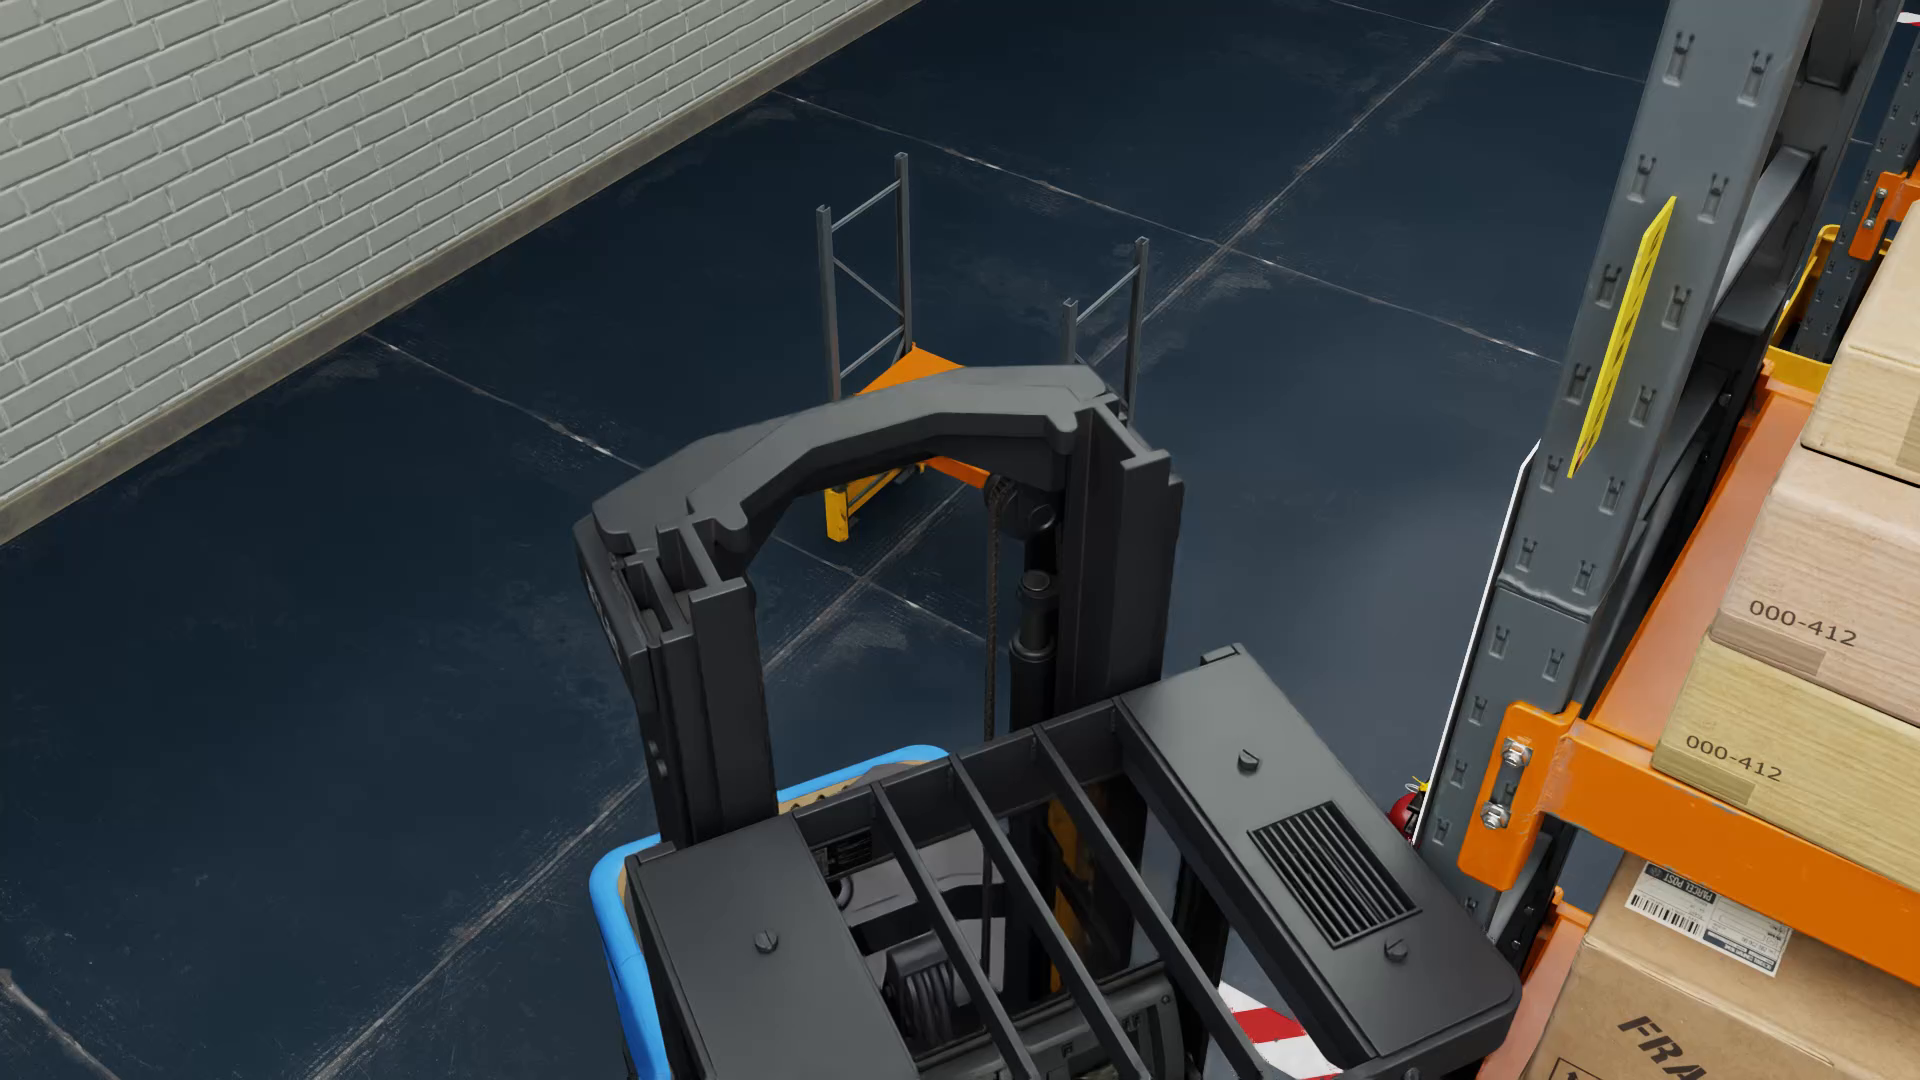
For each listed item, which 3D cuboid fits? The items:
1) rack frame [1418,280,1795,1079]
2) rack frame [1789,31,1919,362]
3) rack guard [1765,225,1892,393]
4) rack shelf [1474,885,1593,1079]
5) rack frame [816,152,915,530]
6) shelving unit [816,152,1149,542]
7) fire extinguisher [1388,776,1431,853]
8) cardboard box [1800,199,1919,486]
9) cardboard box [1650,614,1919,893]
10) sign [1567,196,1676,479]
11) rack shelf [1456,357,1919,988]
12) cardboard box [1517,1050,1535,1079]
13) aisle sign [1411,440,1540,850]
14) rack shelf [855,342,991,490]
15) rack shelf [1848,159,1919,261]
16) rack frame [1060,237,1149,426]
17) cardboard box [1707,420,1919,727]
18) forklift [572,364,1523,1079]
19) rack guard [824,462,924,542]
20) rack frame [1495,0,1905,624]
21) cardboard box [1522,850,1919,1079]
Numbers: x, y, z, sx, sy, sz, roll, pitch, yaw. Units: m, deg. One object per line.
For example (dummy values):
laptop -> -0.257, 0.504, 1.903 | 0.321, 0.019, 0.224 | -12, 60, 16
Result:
rack frame -> 1.042, 0.929, 3.462 | 0.127, 3.000, 1.000 | 25, 48, 25
rack frame -> 3.801, -1.812, 6.526 | 0.127, 3.000, 1.000 | 25, 48, 25
rack guard -> 3.782, -0.890, 7.370 | 0.348, 0.500, 1.175 | 25, 48, 25
rack shelf -> 2.679, 1.963, 2.847 | 4.000, 0.370, 1.077 | 25, 48, 25
rack frame -> -0.346, -0.721, 6.431 | 0.032, 1.500, 0.500 | 25, 48, 25
shelving unit -> 0.062, -0.530, 6.217 | 1.083, 1.500, 0.587 | 25, 48, 25
fire extinguisher -> 1.101, 0.748, 4.002 | 0.183, 0.674, 0.296 | 25, 48, 25
cardboard box -> 1.176, -0.220, 1.935 | 0.250, 0.149, 0.380 | 25, 47, 25
cardboard box -> 1.263, 0.178, 2.164 | 0.500, 0.250, 0.500 | 27, 48, 27
sign -> 0.730, -0.218, 1.840 | 0.005, 0.325, 0.100 | 25, 48, 25
rack shelf -> 2.679, 0.845, 1.846 | 4.000, 0.370, 1.077 | 25, 48, 25
cardboard box -> 1.251, 1.103, 2.969 | 0.500, 0.500, 0.500 | 27, 49, 27
aisle sign -> 0.810, 0.096, 2.444 | 0.004, 0.787, 0.394 | 25, 48, 25
rack shelf -> 0.070, -0.392, 6.333 | 1.000, 0.185, 0.538 | 25, 48, 25
rack shelf -> 5.439, -0.778, 5.910 | 4.000, 0.370, 1.077 | 25, 48, 25
rack frame -> 0.486, -0.332, 5.996 | 0.032, 1.500, 0.500 | 25, 48, 25
cardboard box -> 1.260, -0.006, 1.995 | 0.500, 0.250, 0.500 | 26, 48, 26
forklift -> 0.117, 1.272, 3.130 | 1.130, 2.935, 3.031 | -17, 45, -18
rack guard -> -0.345, -0.255, 6.847 | 0.087, 0.250, 0.587 | 25, 48, 25
rack frame -> 1.042, -1.307, 1.462 | 0.127, 3.000, 1.000 | 25, 48, 25
cardboard box -> 1.257, 0.725, 2.642 | 0.500, 0.500, 0.500 | 25, 47, 25
